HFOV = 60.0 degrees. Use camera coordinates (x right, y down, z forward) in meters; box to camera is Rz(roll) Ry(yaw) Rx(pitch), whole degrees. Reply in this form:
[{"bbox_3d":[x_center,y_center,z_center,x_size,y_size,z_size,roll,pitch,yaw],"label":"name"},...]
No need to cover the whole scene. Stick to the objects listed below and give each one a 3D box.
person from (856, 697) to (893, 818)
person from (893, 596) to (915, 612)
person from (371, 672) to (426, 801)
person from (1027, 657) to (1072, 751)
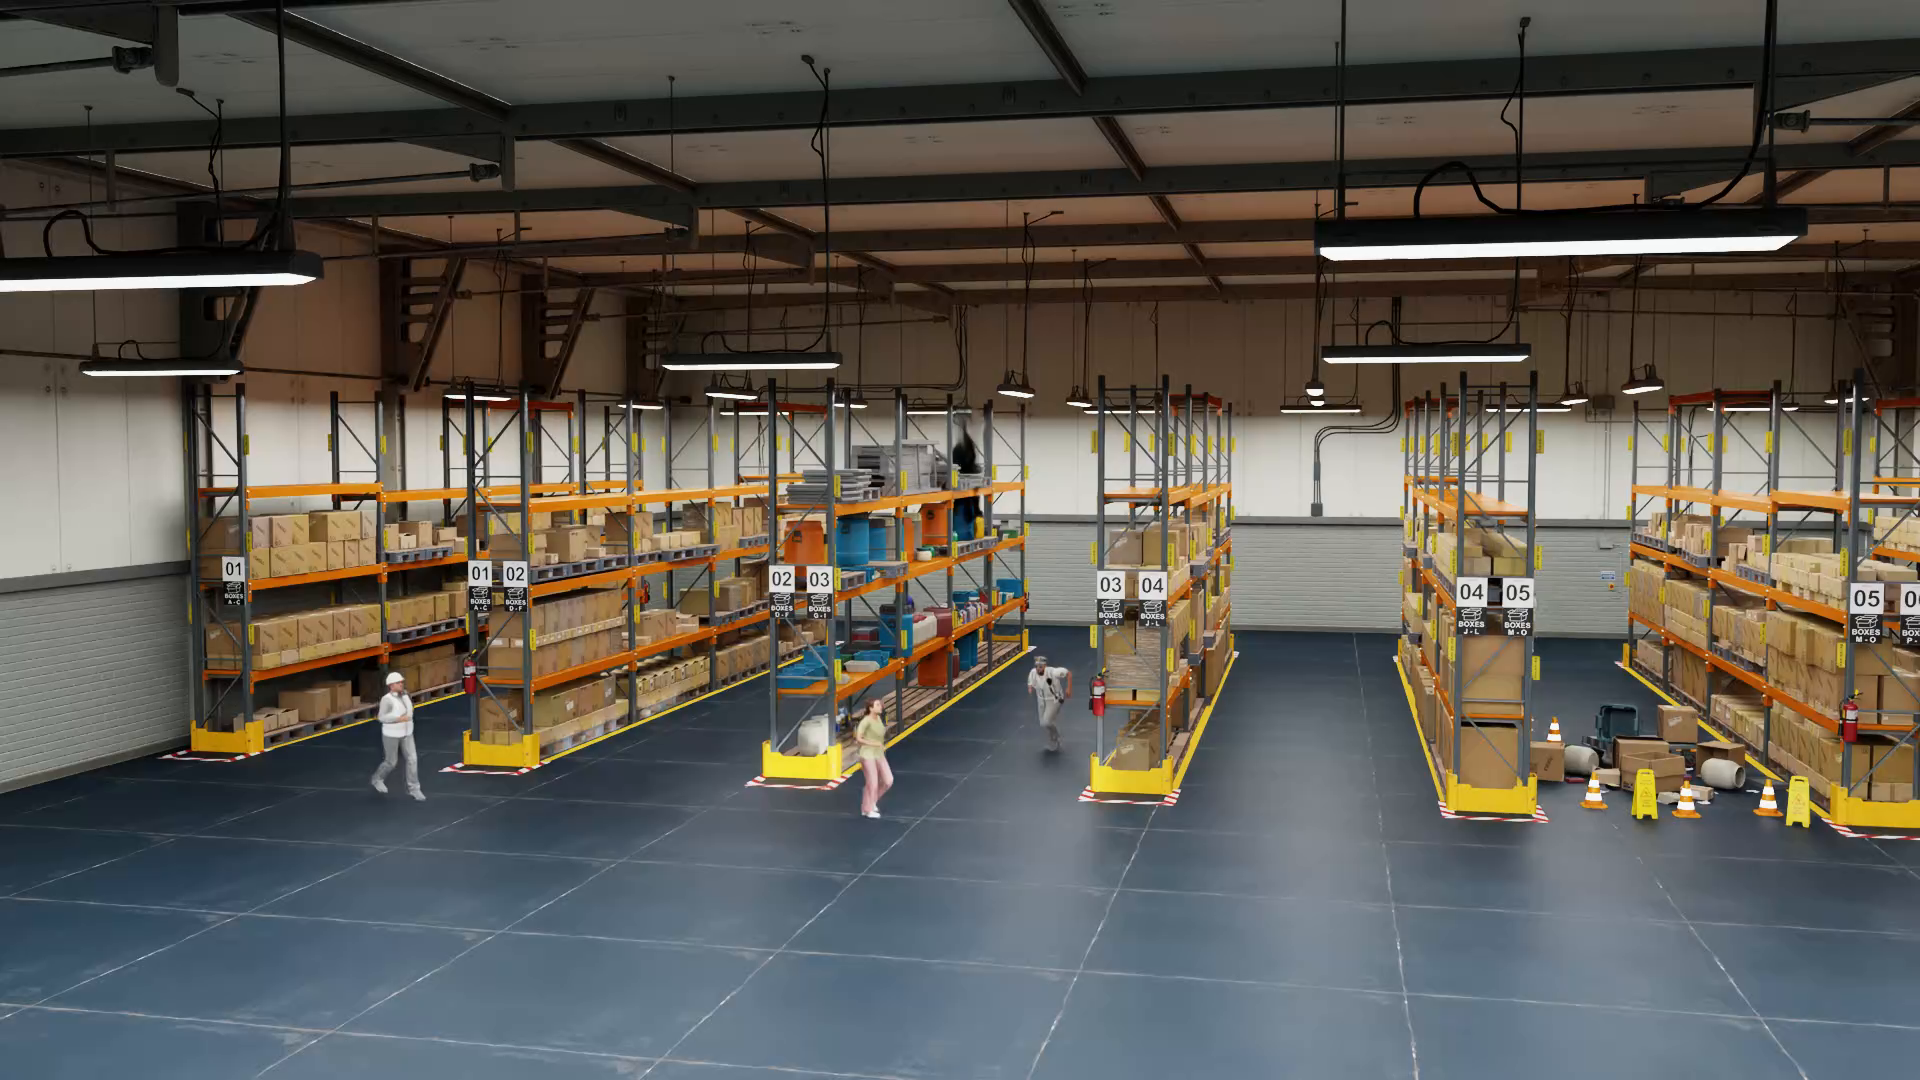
[{"bbox_3d":[-1.141,2.910,22.212,0.539,1.638,0.562,2,4,37],"label":"person"},{"bbox_3d":[-1.273,1.819,36.716,0.561,1.646,0.569,1,3,12],"label":"person"},{"bbox_3d":[-7.951,2.763,23.462,0.928,1.802,0.654,2,4,30],"label":"person"},{"bbox_3d":[1.454,2.661,26.982,0.705,1.595,0.938,2,4,30],"label":"person"}]
